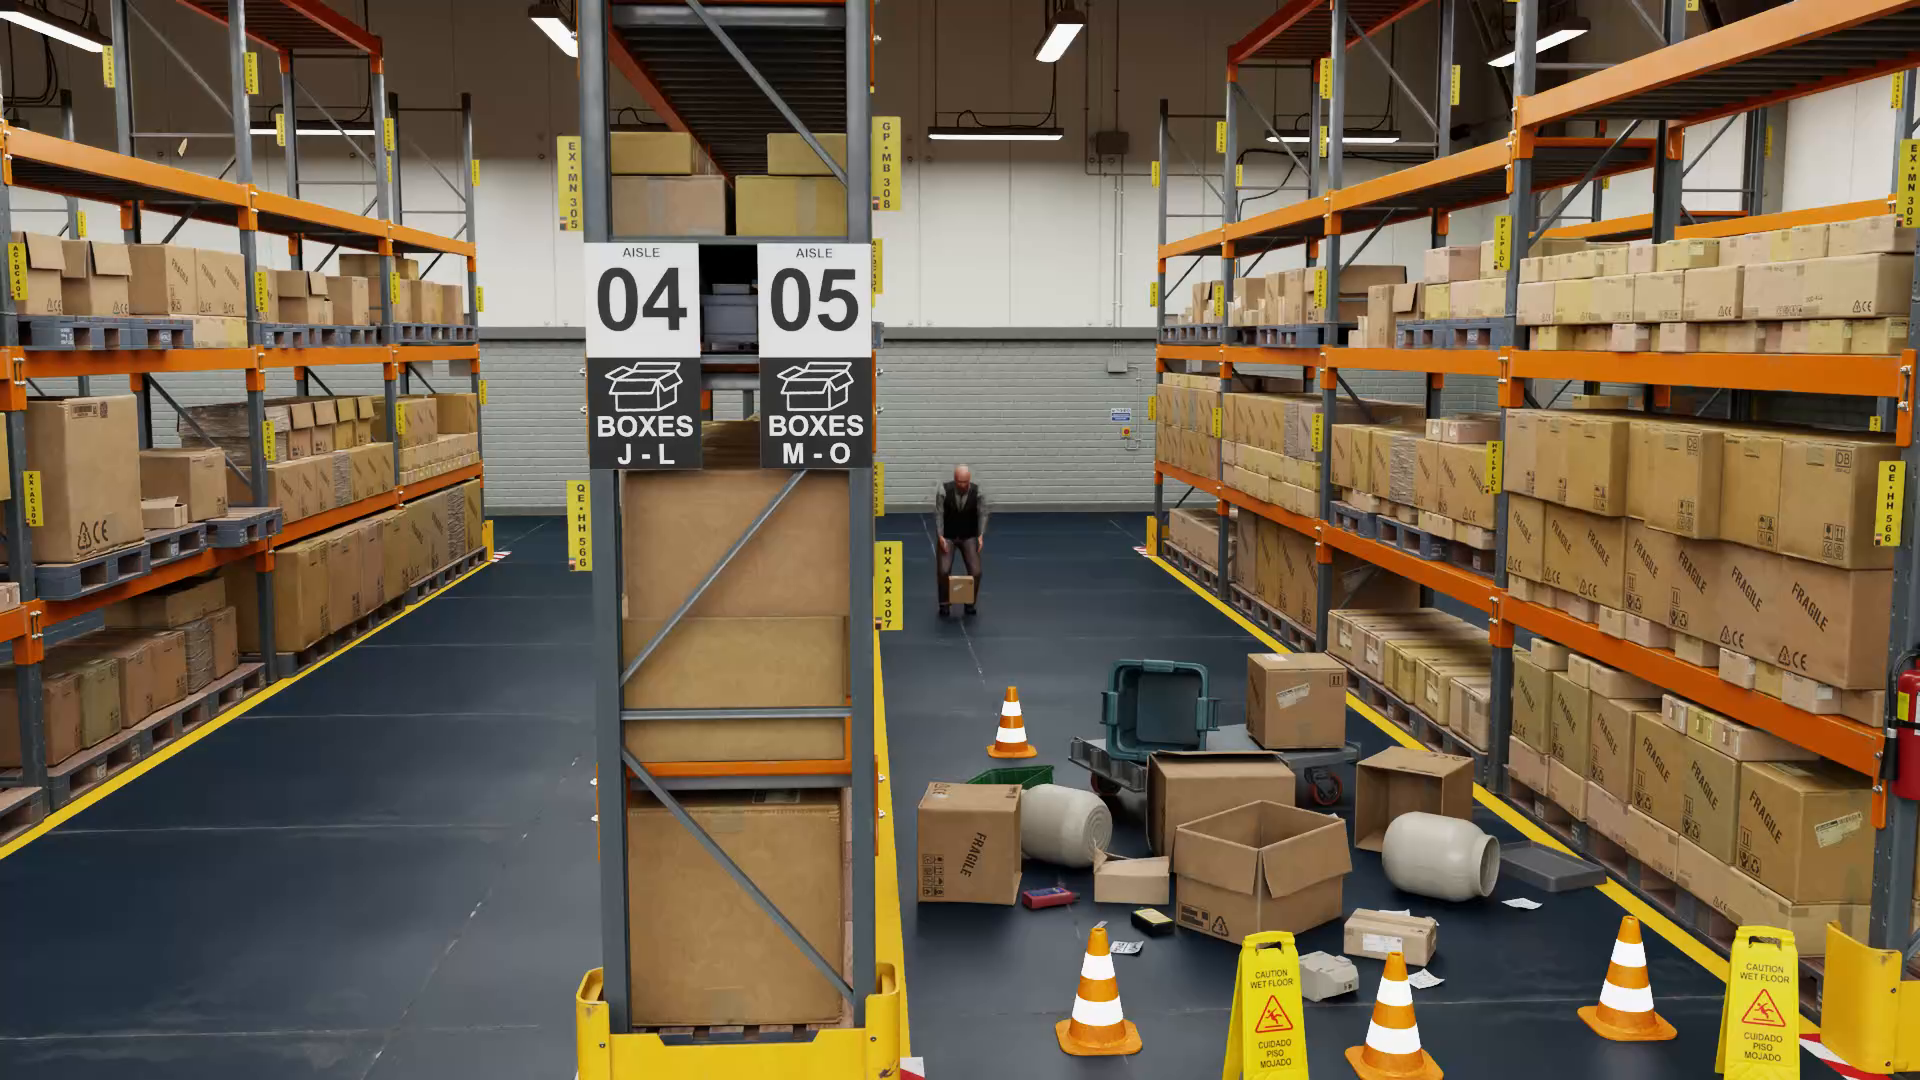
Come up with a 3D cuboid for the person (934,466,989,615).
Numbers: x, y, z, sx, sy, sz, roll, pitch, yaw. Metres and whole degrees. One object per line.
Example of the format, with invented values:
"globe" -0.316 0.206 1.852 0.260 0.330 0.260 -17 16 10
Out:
"person" 0.010 -0.005 17.523 0.581 1.581 0.555 0 7 -3
